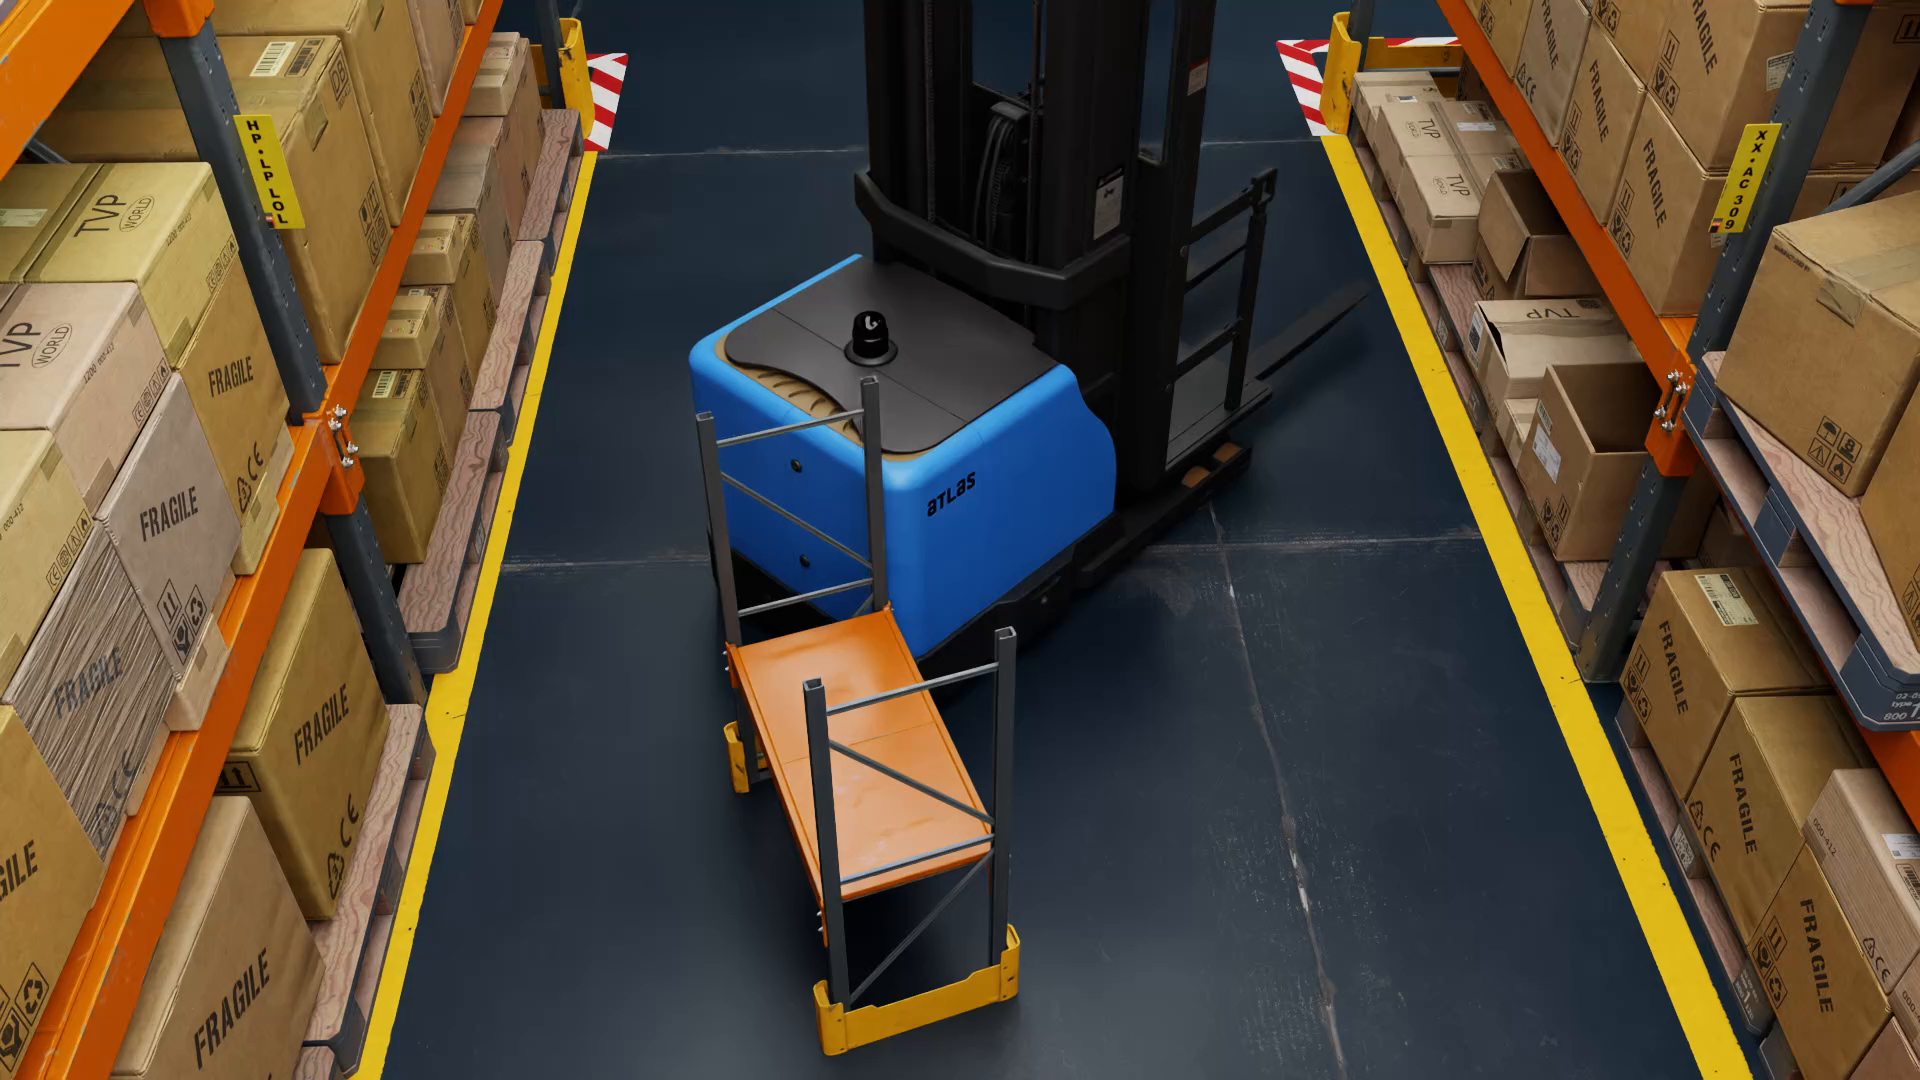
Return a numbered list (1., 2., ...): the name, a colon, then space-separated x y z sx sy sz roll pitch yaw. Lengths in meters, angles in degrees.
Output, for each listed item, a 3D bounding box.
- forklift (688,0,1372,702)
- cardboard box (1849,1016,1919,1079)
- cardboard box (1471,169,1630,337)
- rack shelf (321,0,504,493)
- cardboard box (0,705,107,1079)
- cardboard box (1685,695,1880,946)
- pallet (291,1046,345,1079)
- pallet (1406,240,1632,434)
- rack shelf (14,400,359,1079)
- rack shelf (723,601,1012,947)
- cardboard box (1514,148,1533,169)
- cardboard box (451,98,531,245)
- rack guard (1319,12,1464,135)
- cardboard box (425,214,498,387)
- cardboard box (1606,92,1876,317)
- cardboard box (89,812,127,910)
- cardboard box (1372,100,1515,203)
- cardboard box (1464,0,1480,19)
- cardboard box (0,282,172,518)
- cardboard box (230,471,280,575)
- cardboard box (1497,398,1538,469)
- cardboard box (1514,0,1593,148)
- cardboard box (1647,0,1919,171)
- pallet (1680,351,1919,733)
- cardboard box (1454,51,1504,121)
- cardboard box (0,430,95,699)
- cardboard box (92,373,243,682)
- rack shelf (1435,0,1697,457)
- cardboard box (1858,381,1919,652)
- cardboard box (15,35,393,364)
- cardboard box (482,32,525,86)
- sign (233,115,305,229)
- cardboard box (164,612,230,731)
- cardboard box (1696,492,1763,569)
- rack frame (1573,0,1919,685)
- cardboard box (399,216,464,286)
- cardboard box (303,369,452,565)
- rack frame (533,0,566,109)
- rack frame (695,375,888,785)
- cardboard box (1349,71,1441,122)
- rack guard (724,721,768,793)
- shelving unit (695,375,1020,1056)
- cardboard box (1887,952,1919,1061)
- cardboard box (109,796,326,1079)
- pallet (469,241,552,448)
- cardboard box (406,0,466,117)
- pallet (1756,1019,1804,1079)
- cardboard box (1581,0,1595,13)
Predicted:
1. forklift: 0.484 -1.412 5.621 1.130 2.935 3.031 32 52 30
2. cardboard box: 2.484 1.468 3.953 0.500 0.500 0.500 -3 43 -3
3. cardboard box: 2.554 -1.174 6.833 0.797 0.503 0.637 -2 43 -2
4. rack shelf: -2.395 -1.604 6.313 1.077 0.370 4.000 -2 43 -2
5. cardboard box: -1.968 0.652 3.010 0.500 0.500 0.500 -1 43 -1
6. cardboard box: 2.449 0.789 4.694 0.500 0.500 0.500 -1 43 -1
7. pallet: -2.148 1.853 4.072 1.003 0.211 1.213 -2 43 -2
8. pallet: 2.556 -0.925 7.103 1.003 0.211 1.213 -2 43 -2
9. rack shelf: -2.226 1.096 3.366 1.077 0.370 4.000 -2 43 -2
10. rack shelf: -0.285 0.628 4.721 0.538 0.185 1.000 -14 44 -15
11. cardboard box: 2.748 -1.511 7.387 0.500 0.250 0.500 -2 43 -2
12. cardboard box: -2.329 -1.645 7.364 0.700 0.500 0.500 -2 43 -2
13. rack guard: 2.472 -2.391 8.489 1.175 0.500 0.348 -2 43 -2
14. cardboard box: -2.277 -0.946 6.601 0.700 0.500 0.500 -1 43 -1
15. cardboard box: 2.361 -1.031 5.081 0.500 0.500 0.500 -1 43 -1
16. cardboard box: -2.003 0.645 3.497 0.380 0.149 0.250 -3 43 -3
17. cardboard box: 2.230 -1.800 7.703 0.500 0.250 0.500 -2 43 -2
18. cardboard box: 2.270 -2.407 6.582 0.500 0.500 0.500 -2 43 -2
19. cardboard box: -2.023 -0.296 3.489 0.500 0.250 0.500 -1 43 -1
20. cardboard box: -1.979 -0.044 4.249 0.380 0.149 0.250 -1 43 -1
21. cardboard box: 2.255 -0.403 6.254 0.380 0.149 0.250 -2 43 -2
22. cardboard box: 2.314 -1.725 5.839 0.500 0.500 0.500 -1 43 -1
23. cardboard box: 2.358 -1.403 4.747 0.500 0.500 0.500 -1 43 -2
24. pallet: 2.563 -0.050 4.227 1.003 0.211 1.213 -2 43 -2
25. cardboard box: 2.738 -2.245 8.004 0.500 0.500 0.500 -2 43 -2
26. cardboard box: -2.001 0.048 3.113 0.500 0.250 0.500 -1 43 -1
27. cardboard box: -2.007 -0.024 3.748 0.500 0.500 0.500 -1 43 -1
28. rack shelf: 2.554 -1.749 6.470 1.077 0.370 4.000 -2 43 -2
29. cardboard box: 2.528 -0.067 3.718 0.700 0.500 0.500 5 43 5
30. cardboard box: -2.317 -0.996 4.895 0.980 0.700 0.700 -1 43 -1
31. cardboard box: -2.163 -2.141 7.425 0.380 0.149 0.250 -2 43 -2
32. sign: -1.769 -0.939 4.256 0.100 0.325 0.005 -2 43 -2
33. cardboard box: -1.943 0.309 3.864 0.380 0.149 0.250 -2 43 -2
34. cardboard box: 2.837 -0.124 5.830 0.500 0.311 0.500 -2 43 -2
35. rack frame: 2.639 -0.664 4.754 1.000 3.000 0.127 -2 43 -2
36. cardboard box: -2.094 -1.088 6.276 0.380 0.149 0.250 -3 43 -3
37. cardboard box: -2.240 -0.260 5.853 0.700 0.500 0.500 -1 43 -1
38. rack frame: -2.480 -3.219 7.542 1.000 3.000 0.127 -2 43 -2
39. rack frame: -0.460 0.173 4.951 0.500 1.500 0.032 -14 44 -15
40. cardboard box: 2.143 -2.183 8.196 0.380 0.149 0.250 -2 43 -2
41. rack guard: -0.459 0.634 5.373 0.587 0.250 0.087 -14 44 -15
42. shelving unit: -0.288 0.490 4.606 0.587 1.500 1.083 -14 44 -15
43. cardboard box: 2.480 1.166 3.727 0.500 0.250 0.500 -2 43 -3
44. cardboard box: -2.112 1.154 4.052 0.750 0.750 0.750 0 43 0
45. pallet: -2.319 -0.832 7.002 1.003 0.211 1.213 -2 43 -2
46. cardboard box: -2.383 -1.980 5.968 0.980 0.700 0.700 -4 43 -4
47. pallet: 2.766 1.738 4.198 1.003 0.211 1.213 -2 43 -2
48. cardboard box: 2.313 -2.089 5.495 0.500 0.500 0.500 -1 43 -1
